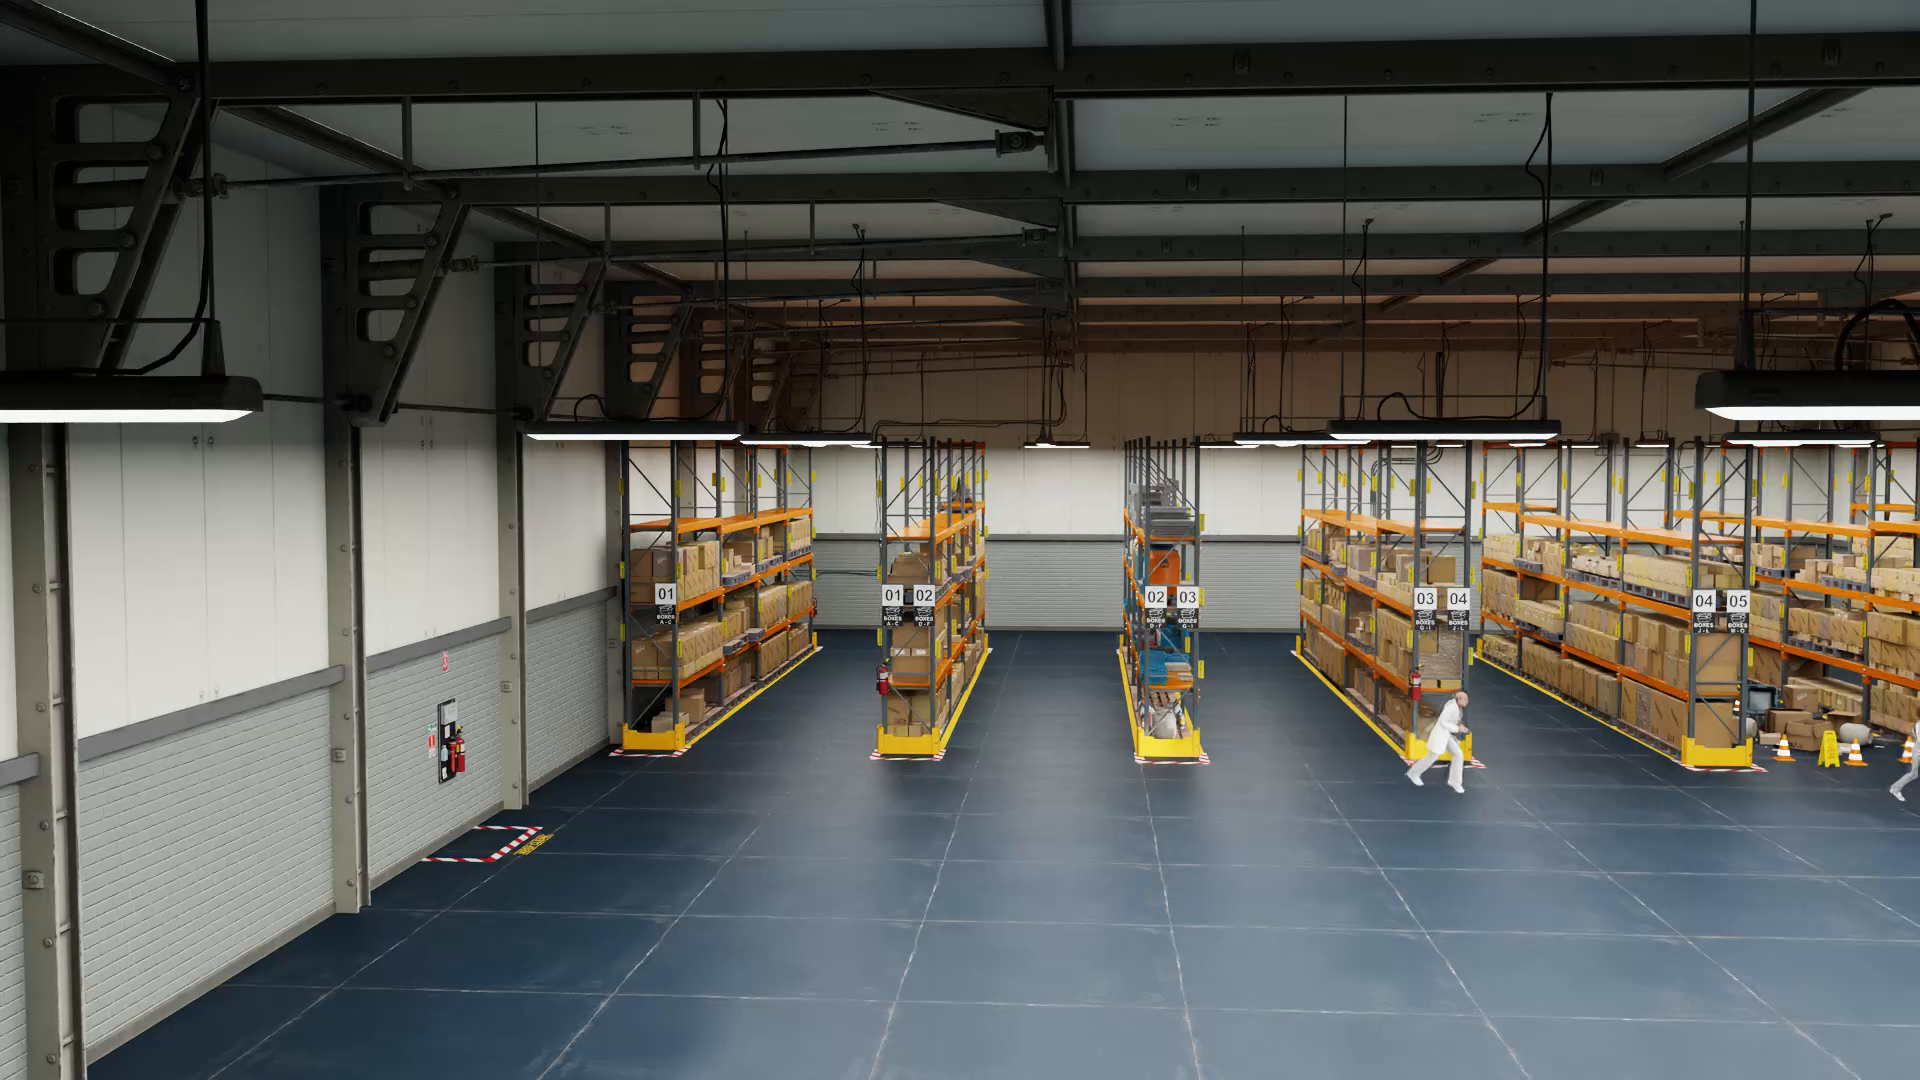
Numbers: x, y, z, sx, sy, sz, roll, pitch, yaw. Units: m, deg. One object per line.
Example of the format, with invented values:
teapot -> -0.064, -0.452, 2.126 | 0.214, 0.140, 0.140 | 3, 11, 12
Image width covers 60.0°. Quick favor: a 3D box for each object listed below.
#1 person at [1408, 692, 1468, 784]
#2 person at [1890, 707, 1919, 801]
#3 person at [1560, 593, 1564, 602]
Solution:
person -> 8.100, 3.306, 28.098 | 1.017, 1.555, 0.755 | 2, 4, 33
person -> 15.442, 3.479, 26.731 | 0.528, 1.627, 0.845 | -3, 4, -40
person -> 17.038, 2.305, 47.455 | 0.686, 1.743, 0.688 | 1, 3, 10
